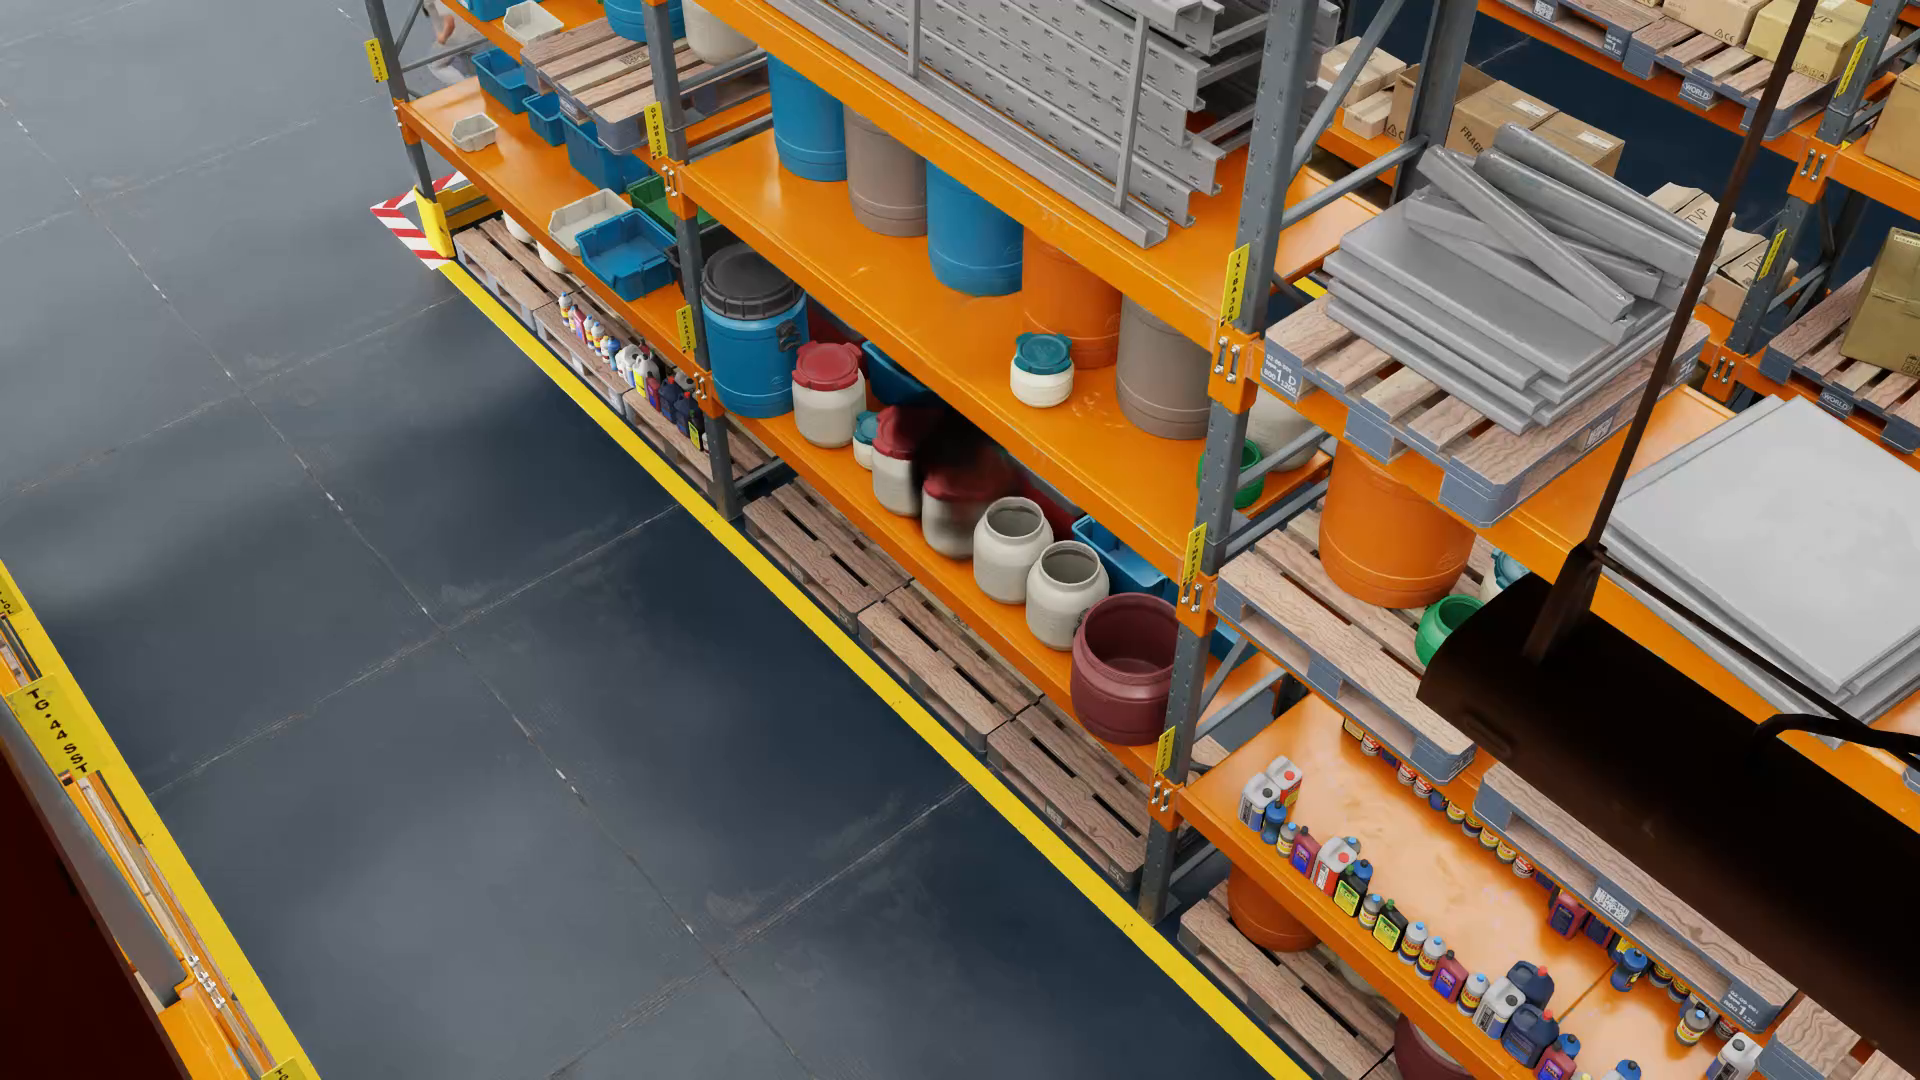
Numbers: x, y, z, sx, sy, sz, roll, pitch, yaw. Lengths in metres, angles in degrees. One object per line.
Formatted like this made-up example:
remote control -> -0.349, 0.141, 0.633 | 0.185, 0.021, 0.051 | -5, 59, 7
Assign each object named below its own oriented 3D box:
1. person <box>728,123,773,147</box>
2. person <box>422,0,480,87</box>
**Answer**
person -> -1.583, -3.265, 12.967 | 0.535, 1.620, 0.594 | 34, 55, 28
person -> -4.226, -4.163, 13.817 | 0.629, 1.640, 0.575 | 14, 48, 13
